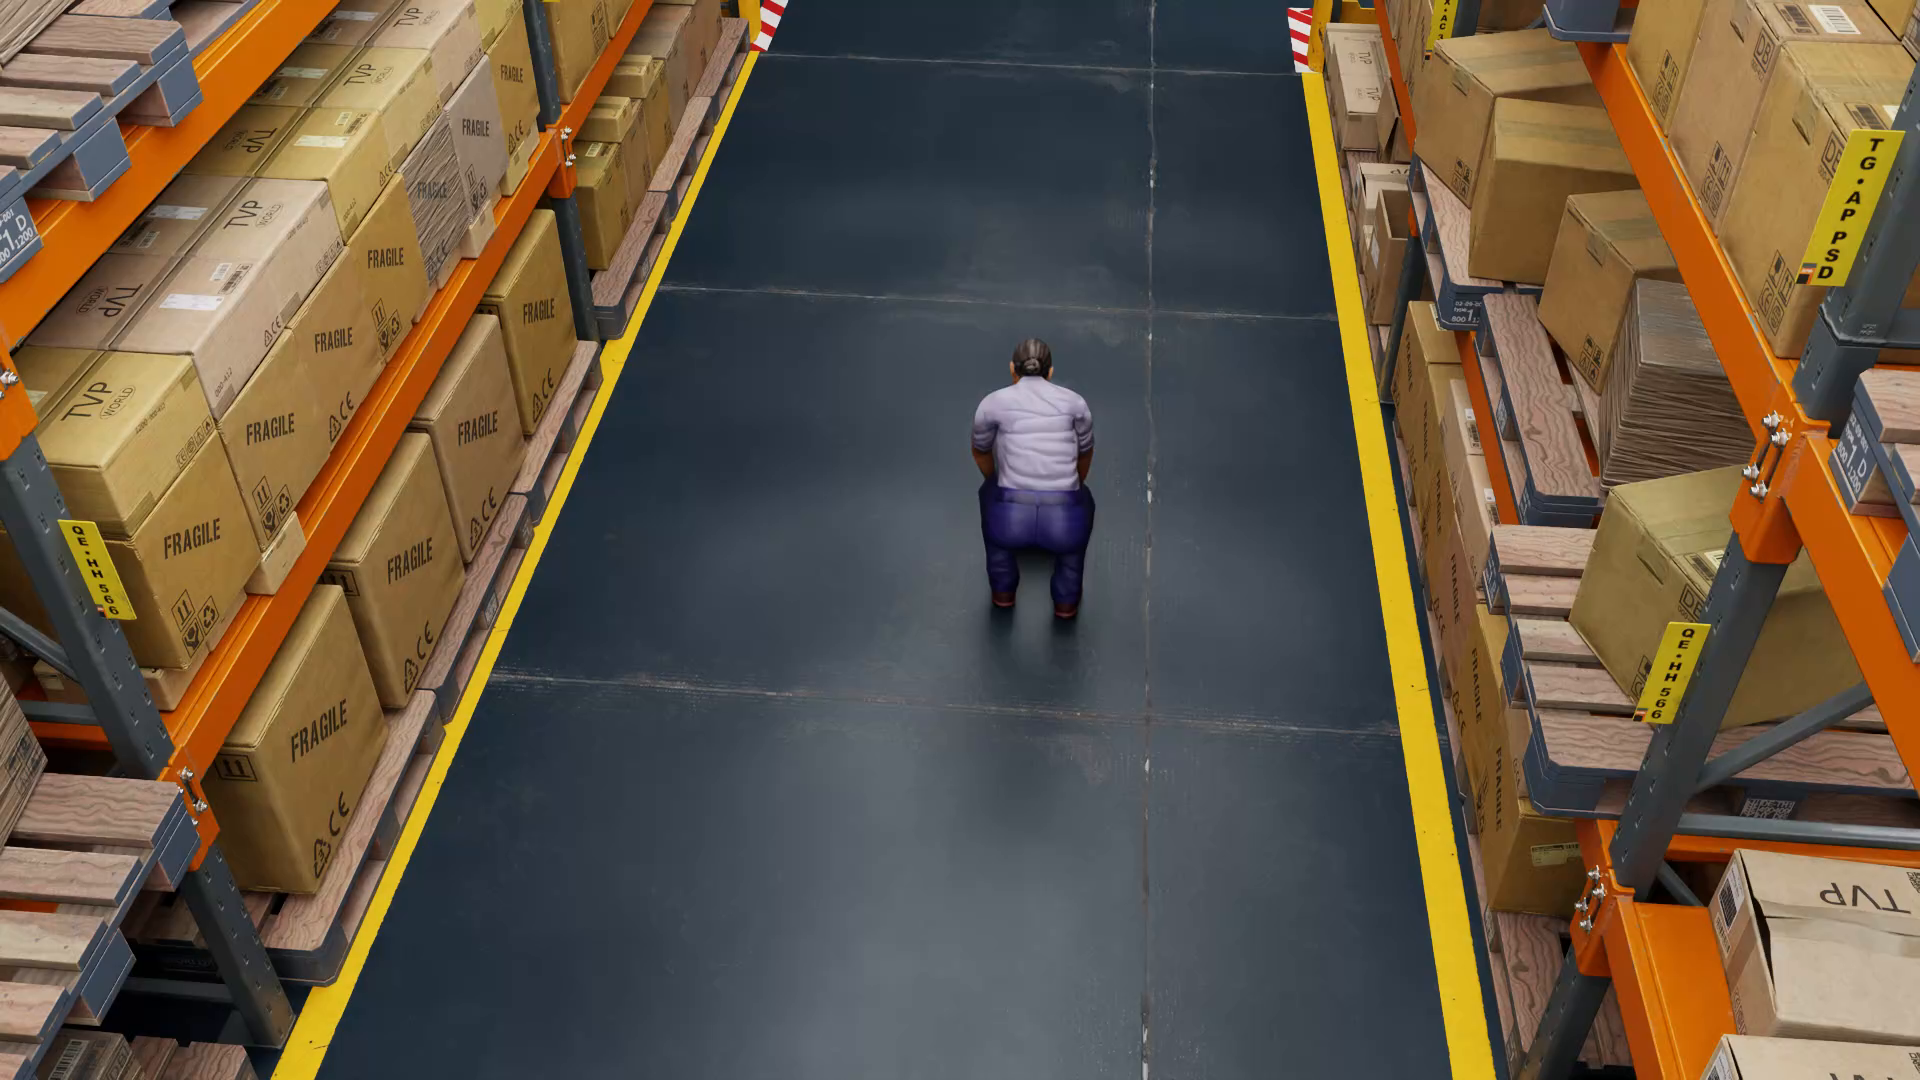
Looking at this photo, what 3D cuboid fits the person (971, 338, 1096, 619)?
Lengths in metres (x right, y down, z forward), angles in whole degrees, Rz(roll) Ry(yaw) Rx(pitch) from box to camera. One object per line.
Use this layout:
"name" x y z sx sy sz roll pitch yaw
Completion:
"person" 0.299 -0.208 6.873 0.534 1.060 0.785 3 40 4
